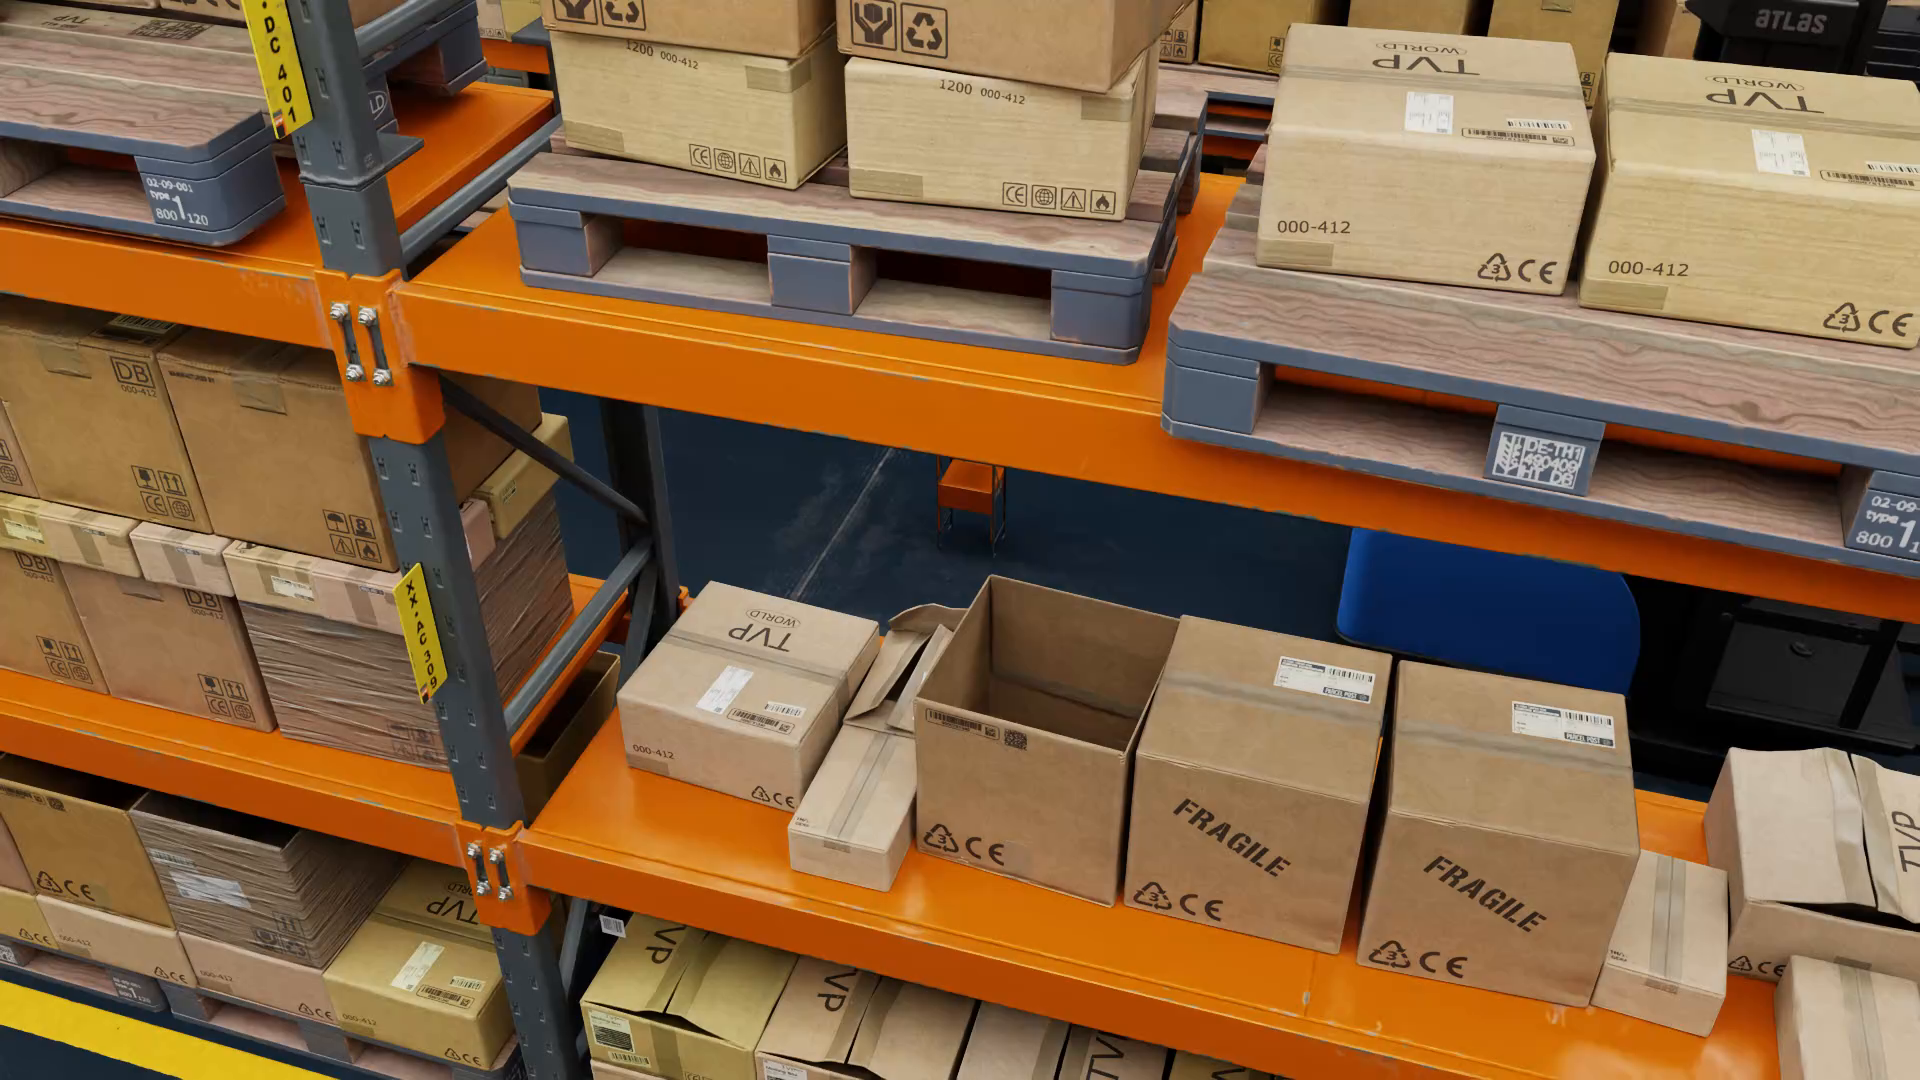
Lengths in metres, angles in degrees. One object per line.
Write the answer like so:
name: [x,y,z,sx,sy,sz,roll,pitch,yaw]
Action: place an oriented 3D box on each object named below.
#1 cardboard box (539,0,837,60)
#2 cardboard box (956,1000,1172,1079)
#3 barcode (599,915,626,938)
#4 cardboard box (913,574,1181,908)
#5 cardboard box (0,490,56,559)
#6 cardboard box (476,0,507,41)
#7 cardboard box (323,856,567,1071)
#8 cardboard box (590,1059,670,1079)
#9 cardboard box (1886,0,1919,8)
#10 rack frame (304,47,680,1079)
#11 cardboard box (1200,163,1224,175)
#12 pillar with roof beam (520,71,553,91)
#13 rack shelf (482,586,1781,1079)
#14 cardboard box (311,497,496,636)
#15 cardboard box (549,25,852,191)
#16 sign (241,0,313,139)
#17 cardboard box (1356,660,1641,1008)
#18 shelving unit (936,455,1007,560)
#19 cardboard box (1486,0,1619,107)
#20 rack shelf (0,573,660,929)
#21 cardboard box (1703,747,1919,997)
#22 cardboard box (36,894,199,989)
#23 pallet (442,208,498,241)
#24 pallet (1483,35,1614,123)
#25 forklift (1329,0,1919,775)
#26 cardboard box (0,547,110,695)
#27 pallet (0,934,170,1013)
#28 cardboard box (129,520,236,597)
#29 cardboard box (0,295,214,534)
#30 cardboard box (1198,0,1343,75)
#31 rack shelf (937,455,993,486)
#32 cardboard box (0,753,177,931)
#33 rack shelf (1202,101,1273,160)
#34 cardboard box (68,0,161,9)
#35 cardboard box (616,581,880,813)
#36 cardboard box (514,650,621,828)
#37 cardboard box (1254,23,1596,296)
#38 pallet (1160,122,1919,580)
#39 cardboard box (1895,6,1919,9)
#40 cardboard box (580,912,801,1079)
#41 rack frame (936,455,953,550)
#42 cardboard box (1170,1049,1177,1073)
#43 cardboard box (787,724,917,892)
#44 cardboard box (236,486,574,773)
cardboard box: [-0.439,-1.214,2.978,0.500,0.500,0.500,11,38,14]
cardboard box: [0.275,1.382,4.334,0.500,0.311,0.500,9,37,12]
barcode: [-0.896,0.997,4.292,0.075,0.075,0.001,10,38,14]
cardboard box: [0.215,0.472,3.994,0.500,0.500,0.500,13,38,17]
cardboard box: [-2.310,-0.135,4.272,0.250,0.149,0.380,10,38,14]
cardboard box: [-2.489,-2.835,8.681,0.500,0.250,0.500,9,37,12]
cardboard box: [-1.524,1.254,4.981,0.500,0.250,0.500,10,38,14]
cardboard box: [-0.705,1.424,4.751,0.500,0.250,0.500,10,37,13]
cardboard box: [3.937,-2.345,6.903,0.250,0.149,0.380,6,37,8]
rack frame: [-1.016,0.274,4.348,0.127,3.000,1.000,10,38,14]
cardboard box: [1.165,-1.579,8.603,0.500,0.500,0.700,12,38,15]
pillar with roof beam: [-3.718,-3.583,4.526,0.400,9.000,9.100,10,38,14]
rack shelf: [0.893,0.917,4.080,4.000,0.370,1.077,10,38,14]
cardboard box: [-1.339,0.045,4.026,0.250,0.149,0.380,10,38,14]
cardboard box: [-0.431,-0.929,3.223,0.500,0.250,0.500,14,39,19]
sign: [-1.180,-0.860,2.855,0.005,0.325,0.100,10,38,14]
cardboard box: [1.196,0.653,3.748,0.500,0.500,0.500,9,37,11]
shelving unit: [0.051,-0.413,6.926,0.252,1.050,0.215,10,38,14]
cardboard box: [2.628,-2.325,7.423,0.500,0.500,0.700,10,38,14]
rack shelf: [-2.925,0.210,5.041,4.000,0.370,1.077,10,38,14]
cardboard box: [2.006,0.749,3.777,0.500,0.311,0.500,10,38,13]
cardboard box: [-2.480,1.080,5.218,0.500,0.250,0.500,10,38,14]
pallet: [-2.523,-1.937,9.703,1.213,0.211,1.003,10,38,14]
pallet: [2.374,-2.072,7.697,1.213,0.211,1.003,10,38,14]
forklift: [2.984,-0.573,5.555,3.031,2.935,1.130,11,38,15]
cardboard box: [-2.424,-0.022,4.665,0.500,0.500,0.700,11,38,15]
pallet: [-2.931,1.018,5.689,1.213,0.211,1.003,10,38,14]
cardboard box: [-1.825,-0.044,4.148,0.250,0.149,0.380,9,37,13]
cardboard box: [-1.924,-0.452,4.155,0.500,0.500,0.700,10,38,14]
cardboard box: [1.465,-2.535,7.708,0.500,0.500,0.700,14,39,19]
rack shelf: [0.051,-0.405,6.932,0.240,0.259,0.215,10,38,14]
cardboard box: [-2.476,0.771,5.005,0.500,0.500,0.500,10,38,14]
rack shelf: [2.367,-1.886,7.889,4.000,0.370,1.077,10,38,14]
cardboard box: [-1.933,-1.458,3.772,0.500,0.311,0.500,9,37,11]
cardboard box: [-0.533,0.396,4.307,0.500,0.250,0.500,13,38,17]
cardboard box: [-1.365,0.651,5.168,0.500,0.500,0.500,10,38,14]
cardboard box: [0.791,-0.670,2.872,0.500,0.250,0.500,7,37,10]
pallet: [1.059,-0.417,2.914,1.213,0.211,1.003,12,38,16]
cardboard box: [3.824,-2.118,7.141,0.500,0.500,0.700,6,37,8]
cardboard box: [-0.696,1.200,4.581,0.500,0.311,0.500,11,38,14]
rack frame: [-0.065,-0.435,6.955,0.008,1.050,0.200,10,38,14]
cardboard box: [0.437,1.302,4.916,0.500,0.250,0.500,11,38,15]
cardboard box: [-0.231,0.647,4.052,0.250,0.149,0.380,10,38,14]
cardboard box: [-1.441,0.159,4.420,0.500,0.500,0.700,10,37,13]
